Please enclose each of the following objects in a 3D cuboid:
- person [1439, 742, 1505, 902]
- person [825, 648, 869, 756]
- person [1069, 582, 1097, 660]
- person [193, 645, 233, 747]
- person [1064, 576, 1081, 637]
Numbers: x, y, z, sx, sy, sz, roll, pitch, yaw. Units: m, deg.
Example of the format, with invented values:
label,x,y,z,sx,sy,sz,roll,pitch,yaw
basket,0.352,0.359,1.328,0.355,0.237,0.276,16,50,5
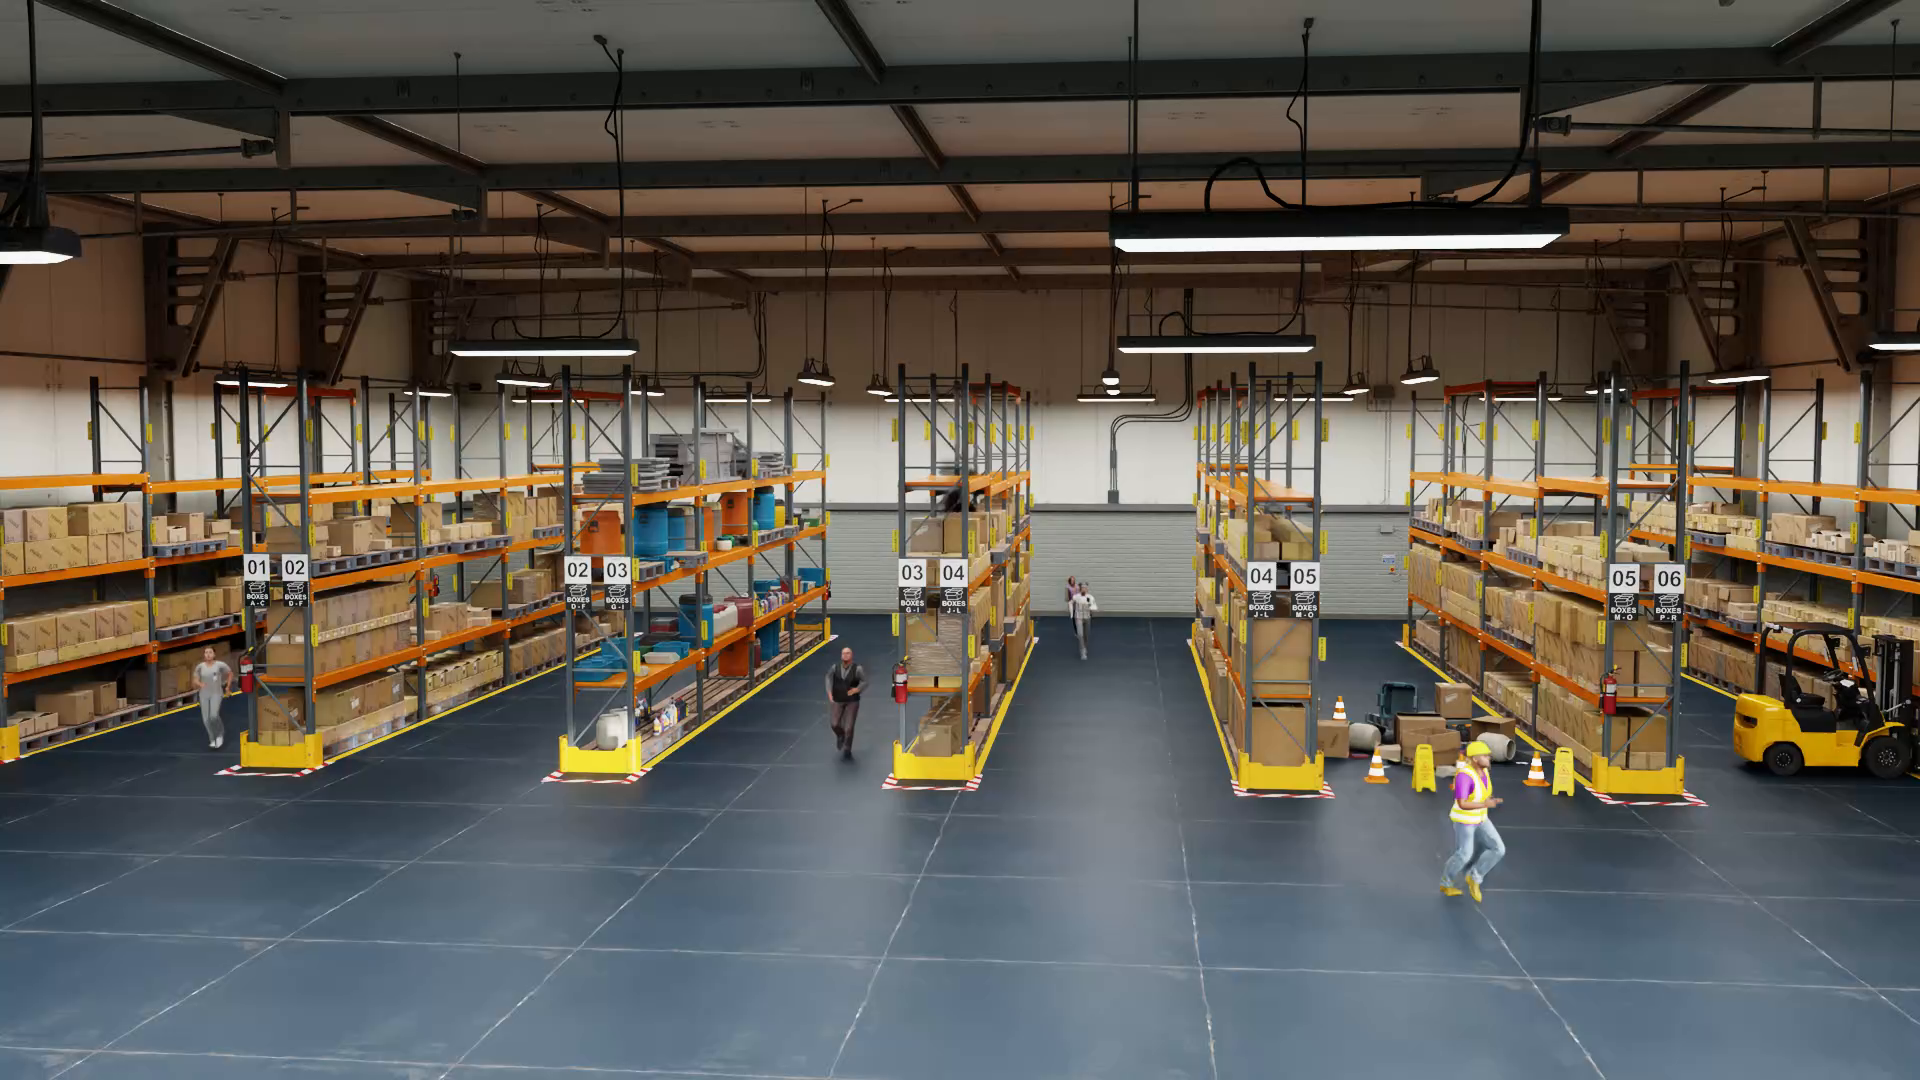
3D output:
label,x,y,z,sx,sy,sz,roll,pitch,yaw
person,5.453,2.984,17.668,0.736,1.727,0.789,-3,5,-42
person,-1.769,2.508,25.691,0.715,1.682,0.522,1,4,9
person,2.737,1.761,36.915,0.607,1.685,0.923,0,4,-2
person,-11.818,2.483,26.274,0.542,1.631,0.631,-1,4,-9
person,2.777,1.645,40.285,0.596,1.556,0.601,-1,4,-21
